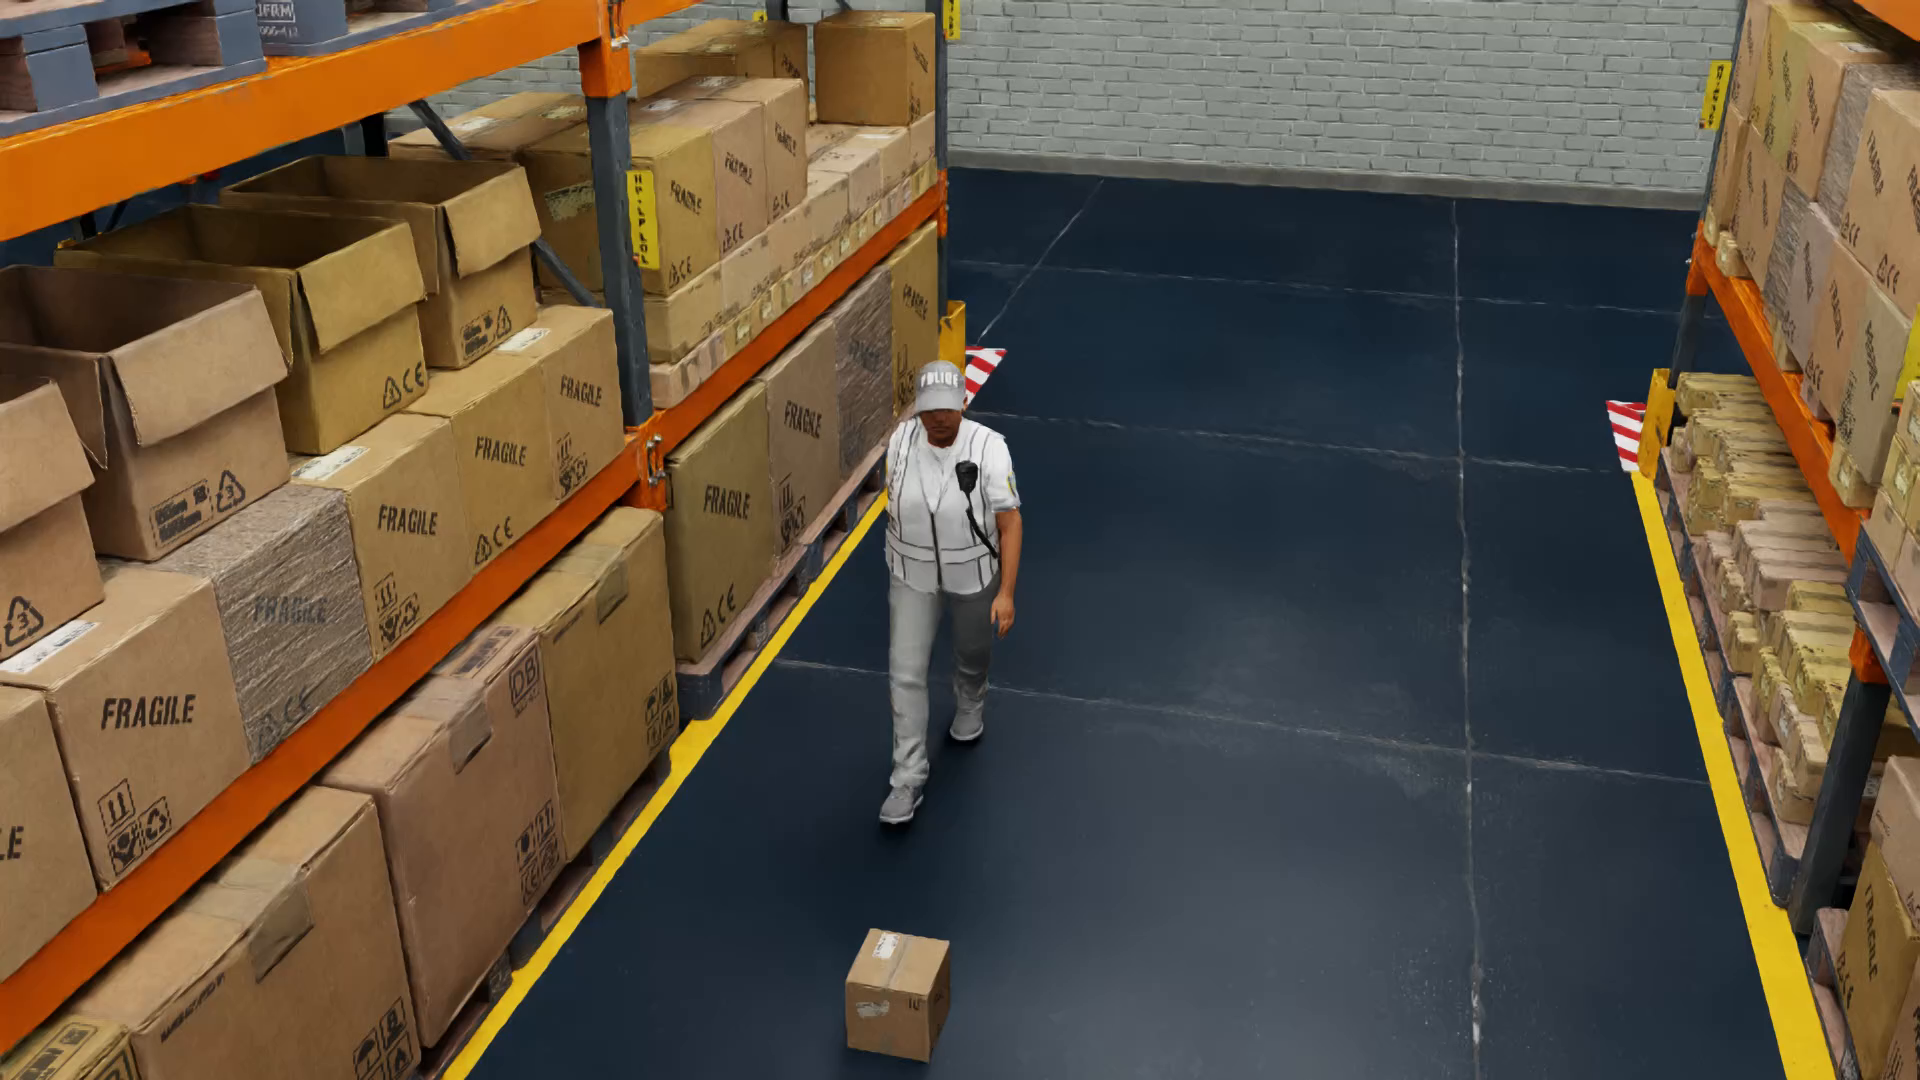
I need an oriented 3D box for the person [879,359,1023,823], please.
[{"bbox_3d":[-0.030,0.134,5.843,0.496,1.606,0.946,3,26,6],"label":"person"}]
